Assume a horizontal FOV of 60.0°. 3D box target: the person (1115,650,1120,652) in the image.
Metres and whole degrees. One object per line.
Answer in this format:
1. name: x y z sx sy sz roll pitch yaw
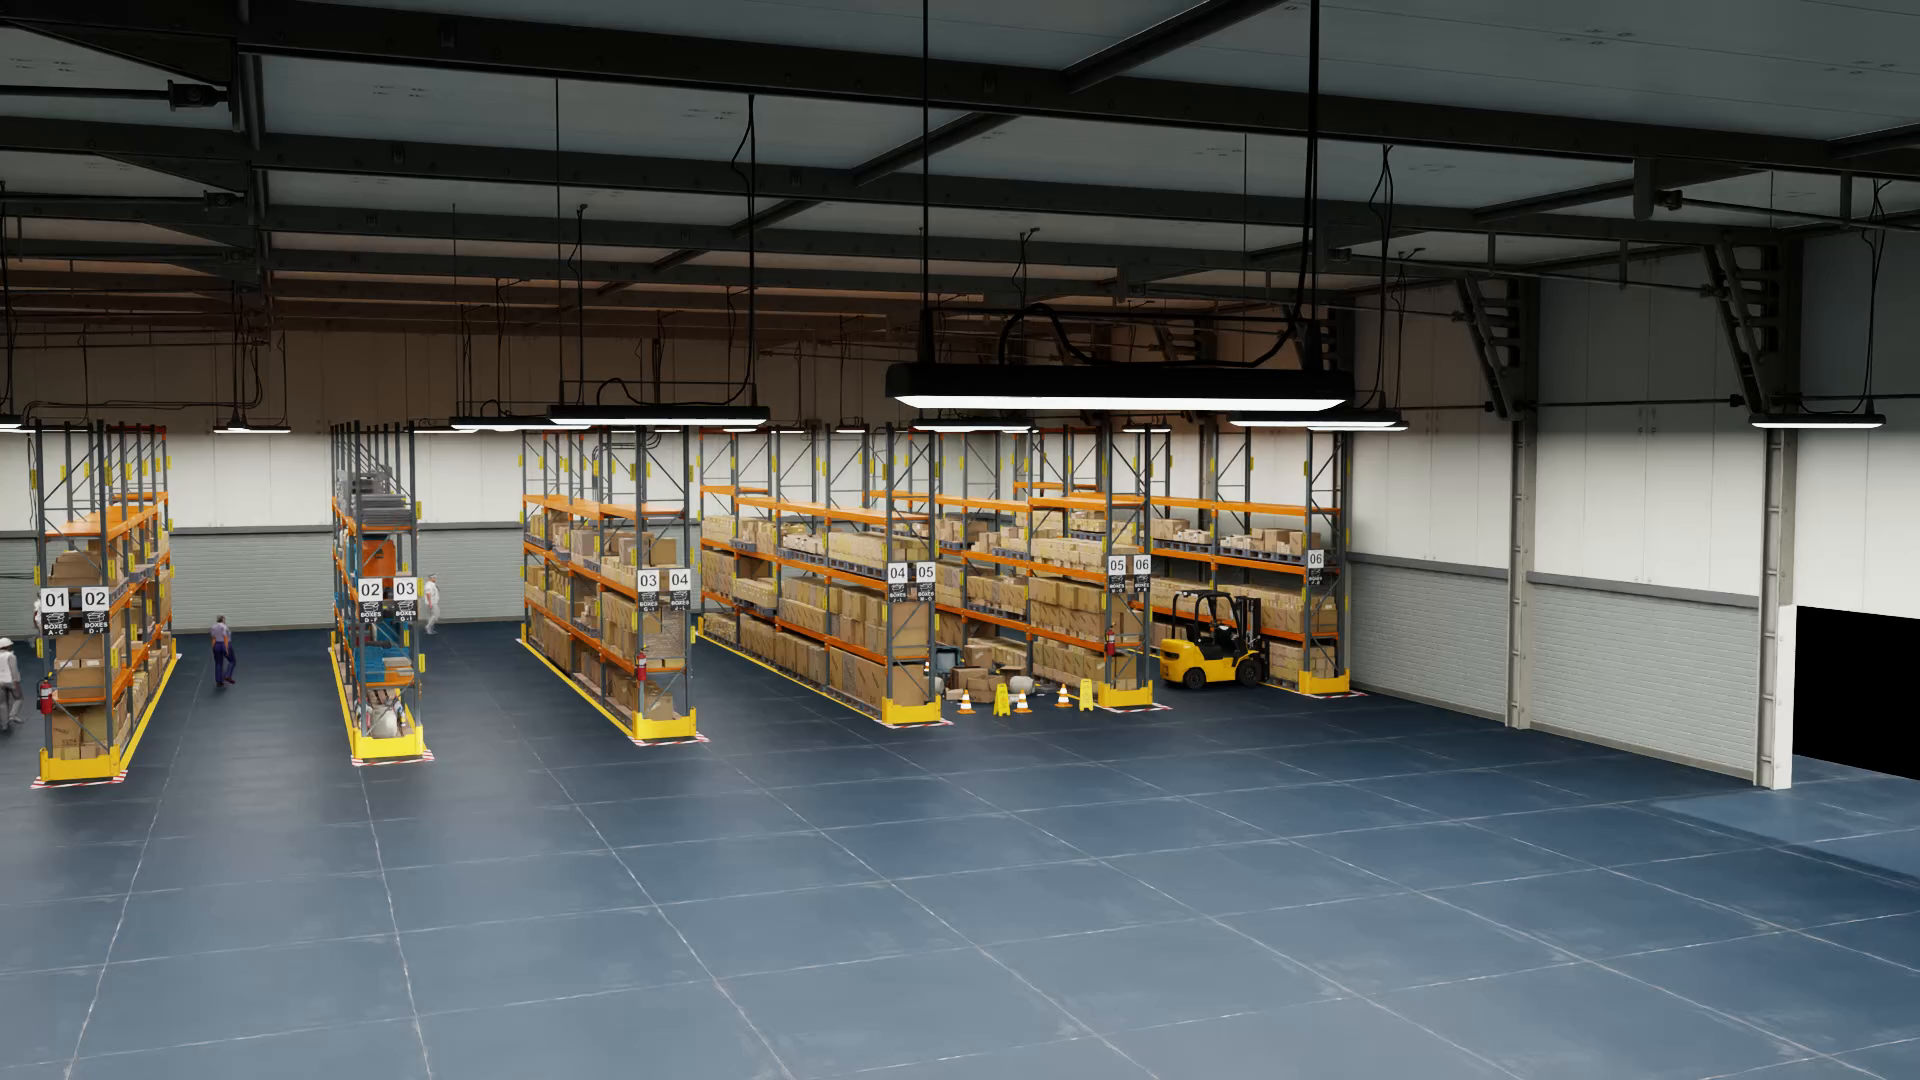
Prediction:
1. person: 3.823 2.308 41.637 0.491 1.739 0.579 -2 4 -29

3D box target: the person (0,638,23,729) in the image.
1. person: -18.662 2.798 32.554 0.577 1.763 0.503 -1 4 -13

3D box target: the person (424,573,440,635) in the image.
1. person: -15.231 1.842 47.966 0.438 1.787 0.572 -1 4 -18

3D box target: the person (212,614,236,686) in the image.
1. person: -16.905 2.522 38.111 0.527 1.617 0.490 0 4 -4

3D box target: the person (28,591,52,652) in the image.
1. person: -24.405 2.138 44.103 0.842 1.632 0.451 1 4 14
